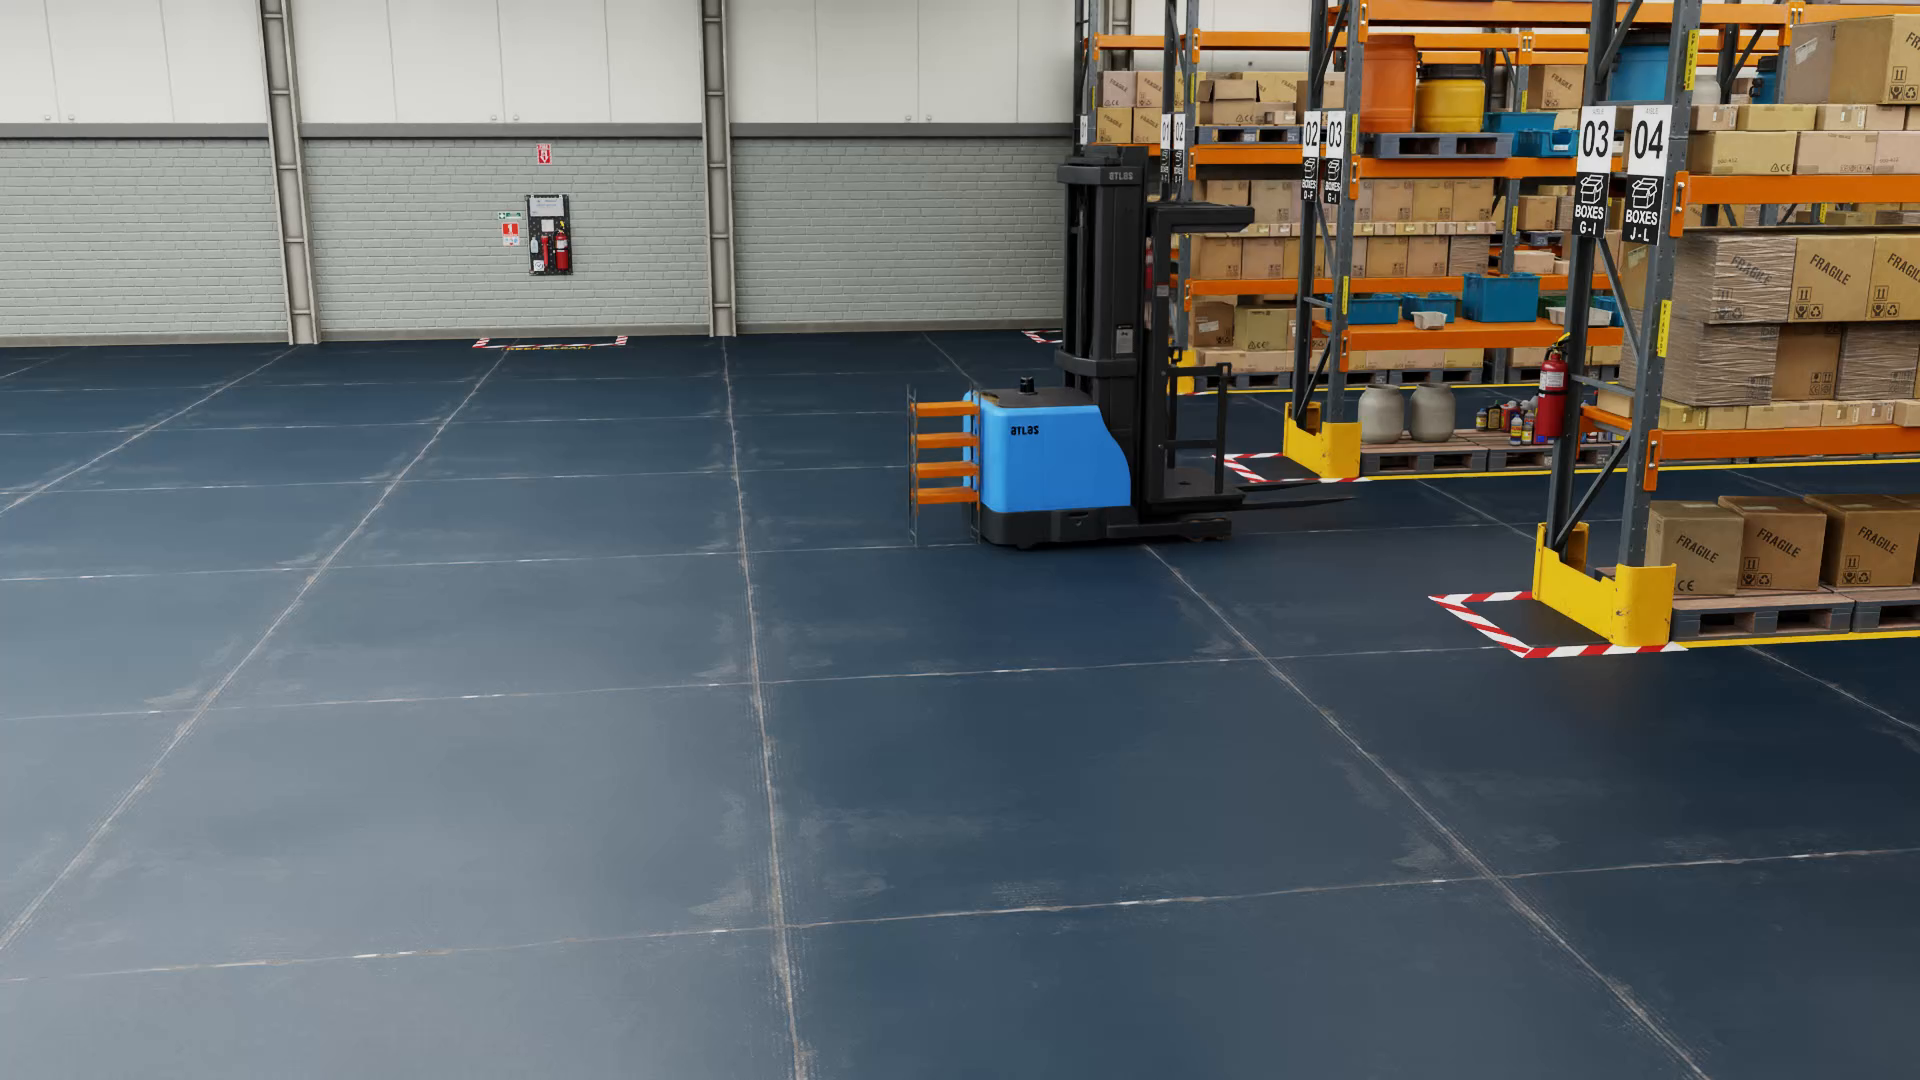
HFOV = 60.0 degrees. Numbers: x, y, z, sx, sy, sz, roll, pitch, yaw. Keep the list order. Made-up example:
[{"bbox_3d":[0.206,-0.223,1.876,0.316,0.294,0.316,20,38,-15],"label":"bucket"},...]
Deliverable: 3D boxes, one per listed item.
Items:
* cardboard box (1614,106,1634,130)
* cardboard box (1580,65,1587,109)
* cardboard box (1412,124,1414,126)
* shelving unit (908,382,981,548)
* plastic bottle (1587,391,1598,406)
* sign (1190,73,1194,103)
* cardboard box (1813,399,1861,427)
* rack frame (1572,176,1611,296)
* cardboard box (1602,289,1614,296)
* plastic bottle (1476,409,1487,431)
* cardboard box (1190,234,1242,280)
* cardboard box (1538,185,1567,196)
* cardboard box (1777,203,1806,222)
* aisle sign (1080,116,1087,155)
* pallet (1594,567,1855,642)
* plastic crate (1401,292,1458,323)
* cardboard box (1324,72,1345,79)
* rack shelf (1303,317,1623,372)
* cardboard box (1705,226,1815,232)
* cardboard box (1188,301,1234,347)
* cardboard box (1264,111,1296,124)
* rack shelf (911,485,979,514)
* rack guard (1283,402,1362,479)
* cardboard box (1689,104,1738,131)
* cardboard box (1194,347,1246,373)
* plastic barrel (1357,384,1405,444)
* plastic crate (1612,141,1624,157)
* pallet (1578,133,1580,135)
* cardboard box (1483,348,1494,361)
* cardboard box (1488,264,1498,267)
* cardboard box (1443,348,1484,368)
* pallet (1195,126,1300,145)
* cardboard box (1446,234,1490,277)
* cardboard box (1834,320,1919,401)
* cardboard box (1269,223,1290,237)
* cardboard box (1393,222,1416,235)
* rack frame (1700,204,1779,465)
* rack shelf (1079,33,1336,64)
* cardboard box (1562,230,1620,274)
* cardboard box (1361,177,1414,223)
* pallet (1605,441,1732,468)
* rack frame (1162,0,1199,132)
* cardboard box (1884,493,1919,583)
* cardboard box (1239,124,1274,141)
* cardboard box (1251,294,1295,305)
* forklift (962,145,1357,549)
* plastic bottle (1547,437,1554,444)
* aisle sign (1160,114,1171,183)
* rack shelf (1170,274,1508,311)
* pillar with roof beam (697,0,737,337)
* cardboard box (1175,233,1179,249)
[{"bbox_3d":[4.249,-2.605,10.265,0.250,0.149,0.380,-2,14,-8],"label":"cardboard box"},{"bbox_3d":[7.680,-5.461,20.068,0.500,0.500,0.500,-1,14,-3],"label":"cardboard box"},{"bbox_3d":[6.924,-6.302,24.838,0.500,0.311,0.500,-2,14,-7],"label":"cardboard box"},{"bbox_3d":[-0.119,-0.564,12.505,0.503,1.200,0.258,-4,15,-14],"label":"shelving unit"},{"bbox_3d":[6.192,-1.273,16.172,0.185,0.351,0.144,-3,14,-11],"label":"plastic bottle"},{"bbox_3d":[2.626,-5.111,18.809,0.005,0.325,0.100,-2,14,-8],"label":"sign"},{"bbox_3d":[5.331,-0.807,10.289,0.250,0.149,0.380,-2,14,-8],"label":"cardboard box"},{"bbox_3d":[9.718,-4.809,25.730,0.127,3.000,1.000,-2,14,-8],"label":"rack frame"},{"bbox_3d":[10.465,-3.965,25.921,0.750,0.750,0.750,-2,14,-9],"label":"cardboard box"},{"bbox_3d":[5.034,-1.164,16.044,0.097,0.201,0.097,0,14,0],"label":"plastic bottle"},{"bbox_3d":[3.013,-3.390,19.866,0.500,0.500,0.700,-2,14,-8],"label":"cardboard box"},{"bbox_3d":[9.066,-5.350,25.446,0.250,0.149,0.380,-5,15,-18],"label":"cardboard box"},{"bbox_3d":[12.752,-5.058,25.865,0.500,0.500,0.500,-2,14,-8],"label":"cardboard box"},{"bbox_3d":[1.781,-5.705,23.959,0.004,0.787,0.394,-2,14,-8],"label":"aisle sign"},{"bbox_3d":[4.905,0.385,10.755,1.213,0.211,1.003,-2,14,-8],"label":"pallet"},{"bbox_3d":[4.377,-2.176,15.537,0.408,0.251,0.499,-2,14,-8],"label":"plastic crate"},{"bbox_3d":[5.308,-6.578,24.318,0.500,0.500,0.500,-3,14,-13],"label":"cardboard box"},{"bbox_3d":[5.261,-1.859,15.448,4.000,0.370,1.077,-2,14,-8],"label":"rack shelf"},{"bbox_3d":[5.022,-1.721,10.545,0.500,0.500,0.500,-2,14,-8],"label":"cardboard box"},{"bbox_3d":[3.035,-2.652,20.378,0.500,0.500,0.500,-2,14,-8],"label":"cardboard box"},{"bbox_3d":[3.739,-4.932,19.421,0.250,0.149,0.380,-2,14,-8],"label":"cardboard box"},{"bbox_3d":[-0.119,-0.306,12.570,0.480,0.148,0.258,-4,15,-14],"label":"rack shelf"},{"bbox_3d":[3.352,-0.937,15.432,0.348,0.500,1.175,-2,14,-8],"label":"rack guard"},{"bbox_3d":[4.328,-2.474,9.744,0.250,0.149,0.380,-2,14,-9],"label":"cardboard box"},{"bbox_3d":[3.113,-2.163,19.970,0.500,0.250,0.500,-2,14,-8],"label":"cardboard box"},{"bbox_3d":[3.923,-1.175,15.491,0.421,0.512,0.421,0,14,0],"label":"plastic barrel"},{"bbox_3d":[5.712,-3.452,14.697,0.396,0.136,0.243,-2,14,-8],"label":"plastic crate"},{"bbox_3d":[7.375,-4.870,20.199,1.217,0.209,0.805,-3,14,-11],"label":"pallet"},{"bbox_3d":[6.871,-2.427,21.022,0.500,0.250,0.500,-2,14,-9],"label":"cardboard box"},{"bbox_3d":[8.441,-4.129,25.713,0.500,0.250,0.500,-2,14,-7],"label":"cardboard box"},{"bbox_3d":[6.079,-2.273,20.408,0.500,0.250,0.500,-2,14,-8],"label":"cardboard box"},{"bbox_3d":[3.252,-4.759,19.546,1.213,0.211,1.003,-2,14,-8],"label":"pallet"},{"bbox_3d":[6.067,-3.503,20.319,0.500,0.500,0.700,-2,14,-10],"label":"cardboard box"},{"bbox_3d":[5.547,-1.205,10.544,0.500,0.500,0.875,-2,14,-8],"label":"cardboard box"},{"bbox_3d":[3.727,-3.680,19.692,0.250,0.149,0.380,-2,14,-9],"label":"cardboard box"},{"bbox_3d":[5.261,-3.738,19.920,0.250,0.149,0.380,-2,14,-9],"label":"cardboard box"},{"bbox_3d":[7.239,-2.281,15.649,0.127,3.000,1.000,-2,14,-8],"label":"rack frame"},{"bbox_3d":[3.785,-7.151,24.221,4.000,0.370,1.077,-2,14,-8],"label":"rack shelf"},{"bbox_3d":[7.787,-3.564,20.560,0.500,0.500,0.500,-1,14,-4],"label":"cardboard box"},{"bbox_3d":[5.072,-4.096,20.015,0.500,0.500,0.700,-2,14,-8],"label":"cardboard box"},{"bbox_3d":[6.569,-0.914,15.932,1.213,0.211,1.003,-2,14,-8],"label":"pallet"},{"bbox_3d":[2.549,-6.237,19.093,0.127,3.000,1.000,-2,14,-8],"label":"rack frame"},{"bbox_3d":[6.408,-0.012,10.877,0.500,0.500,0.500,-3,14,-13],"label":"cardboard box"},{"bbox_3d":[4.256,-6.055,24.285,0.500,0.500,0.500,-3,14,-11],"label":"cardboard box"},{"bbox_3d":[4.743,-3.617,25.214,0.500,0.500,0.500,-3,14,-13],"label":"cardboard box"},{"bbox_3d":[1.589,-1.527,12.786,3.031,2.935,1.130,-4,15,-14],"label":"forklift"},{"bbox_3d":[5.462,-1.029,15.362,0.097,0.271,0.097,0,14,0],"label":"plastic bottle"},{"bbox_3d":[2.441,-4.657,19.779,0.004,0.787,0.394,-2,14,-8],"label":"aisle sign"},{"bbox_3d":[4.527,-3.051,20.199,4.000,0.370,1.077,-2,14,-8],"label":"rack shelf"},{"bbox_3d":[-2.921,-6.409,19.779,0.400,9.000,9.100,-2,14,-8],"label":"pillar with roof beam"},{"bbox_3d":[3.353,-4.436,24.512,0.500,0.250,0.500,-2,14,-9],"label":"cardboard box"}]
